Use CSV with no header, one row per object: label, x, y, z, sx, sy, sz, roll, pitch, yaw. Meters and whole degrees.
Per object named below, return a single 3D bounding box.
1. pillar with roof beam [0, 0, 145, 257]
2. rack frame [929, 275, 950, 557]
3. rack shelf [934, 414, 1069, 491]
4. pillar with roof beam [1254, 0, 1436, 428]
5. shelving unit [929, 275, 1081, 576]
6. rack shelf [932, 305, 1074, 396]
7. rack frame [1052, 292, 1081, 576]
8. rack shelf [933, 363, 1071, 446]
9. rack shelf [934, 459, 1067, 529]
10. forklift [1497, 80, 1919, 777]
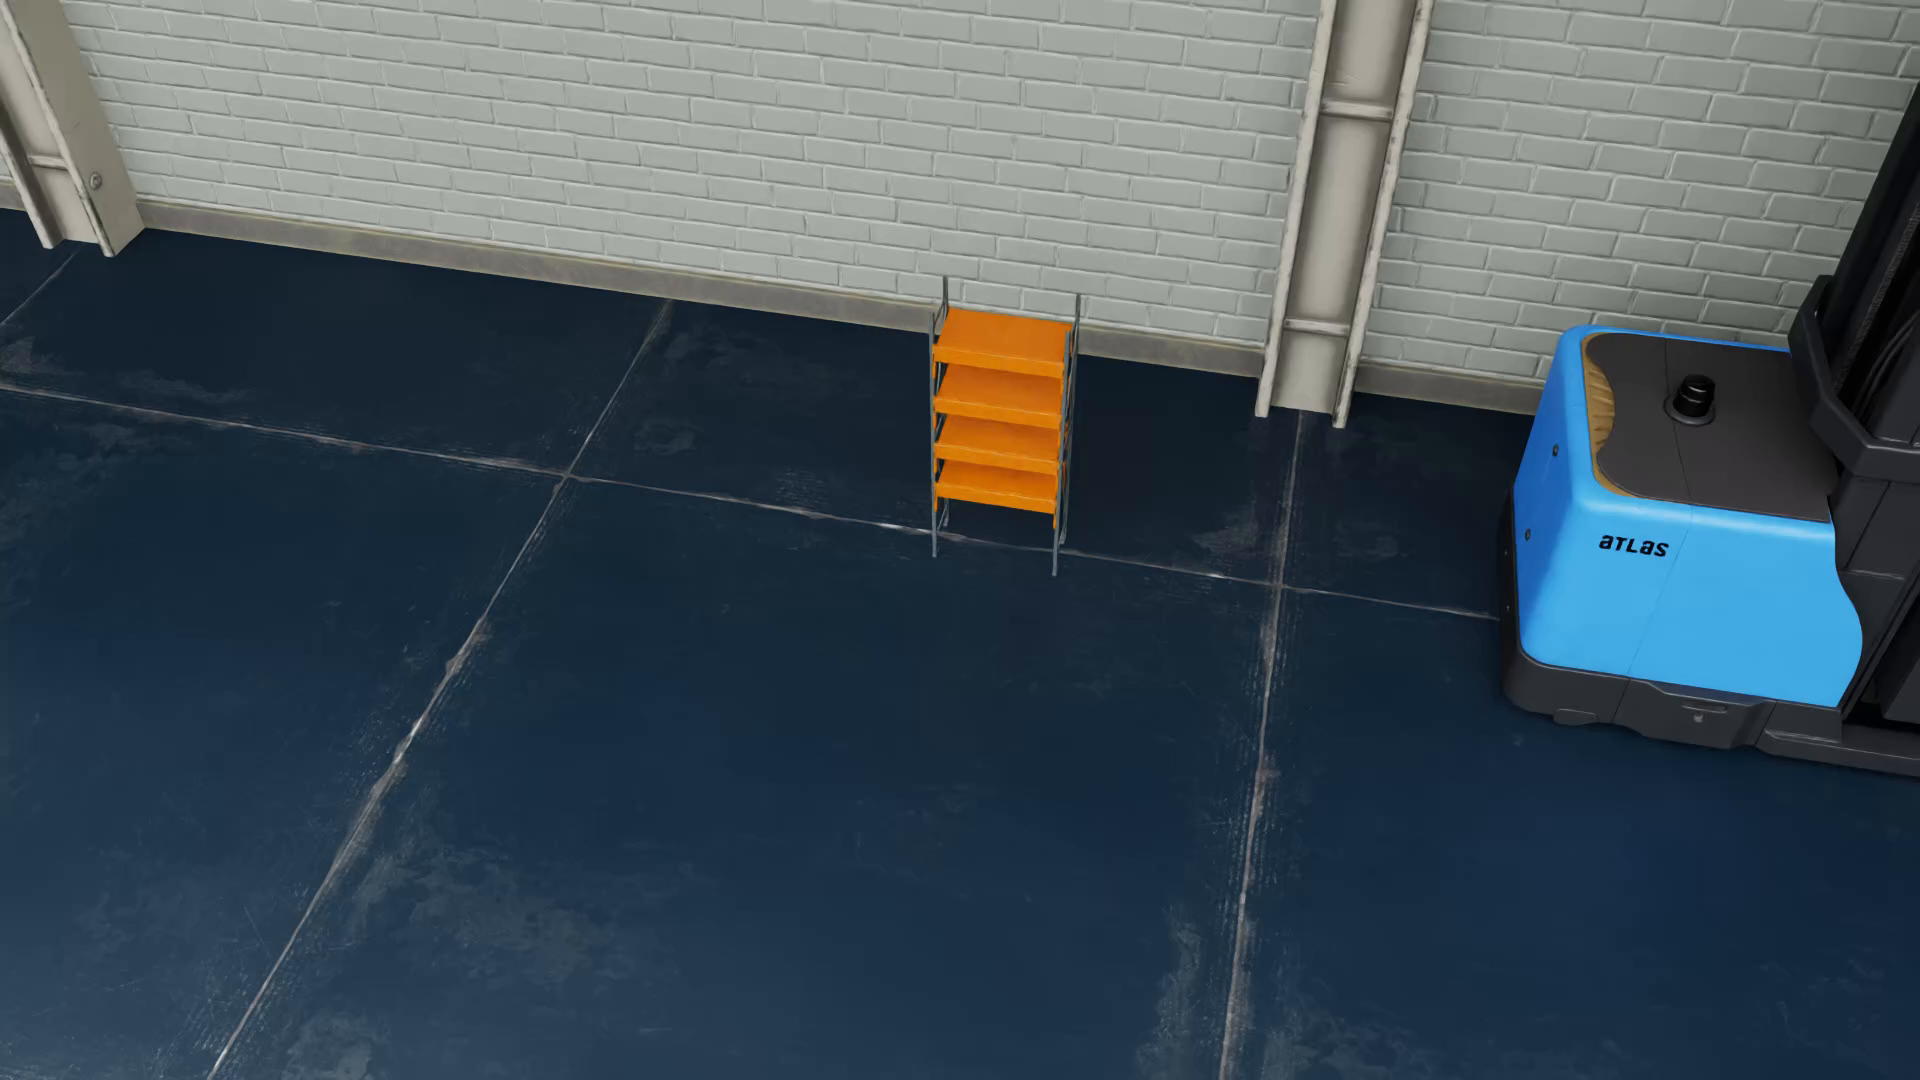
pillar with roof beam,-5.273,-1.858,2.191,0.400,9.000,9.100,9,45,9
rack frame,-0.077,-0.444,6.346,0.015,1.200,0.240,9,45,9
rack shelf,0.162,-0.359,6.355,0.480,0.148,0.258,9,45,9
pillar with roof beam,0.582,-0.949,1.247,0.400,9.000,9.100,9,45,9
shelving unit,0.162,-0.407,6.308,0.503,1.200,0.258,9,45,9
rack shelf,0.162,-0.690,6.035,0.480,0.148,0.258,9,45,9
rack frame,0.400,-0.370,6.269,0.015,1.200,0.240,9,45,9
rack shelf,0.162,-0.520,6.199,0.480,0.148,0.258,9,45,9
rack shelf,0.162,-0.216,6.492,0.480,0.148,0.258,9,45,9
forklift,3.553,-0.539,5.196,3.031,2.935,1.130,8,45,9
